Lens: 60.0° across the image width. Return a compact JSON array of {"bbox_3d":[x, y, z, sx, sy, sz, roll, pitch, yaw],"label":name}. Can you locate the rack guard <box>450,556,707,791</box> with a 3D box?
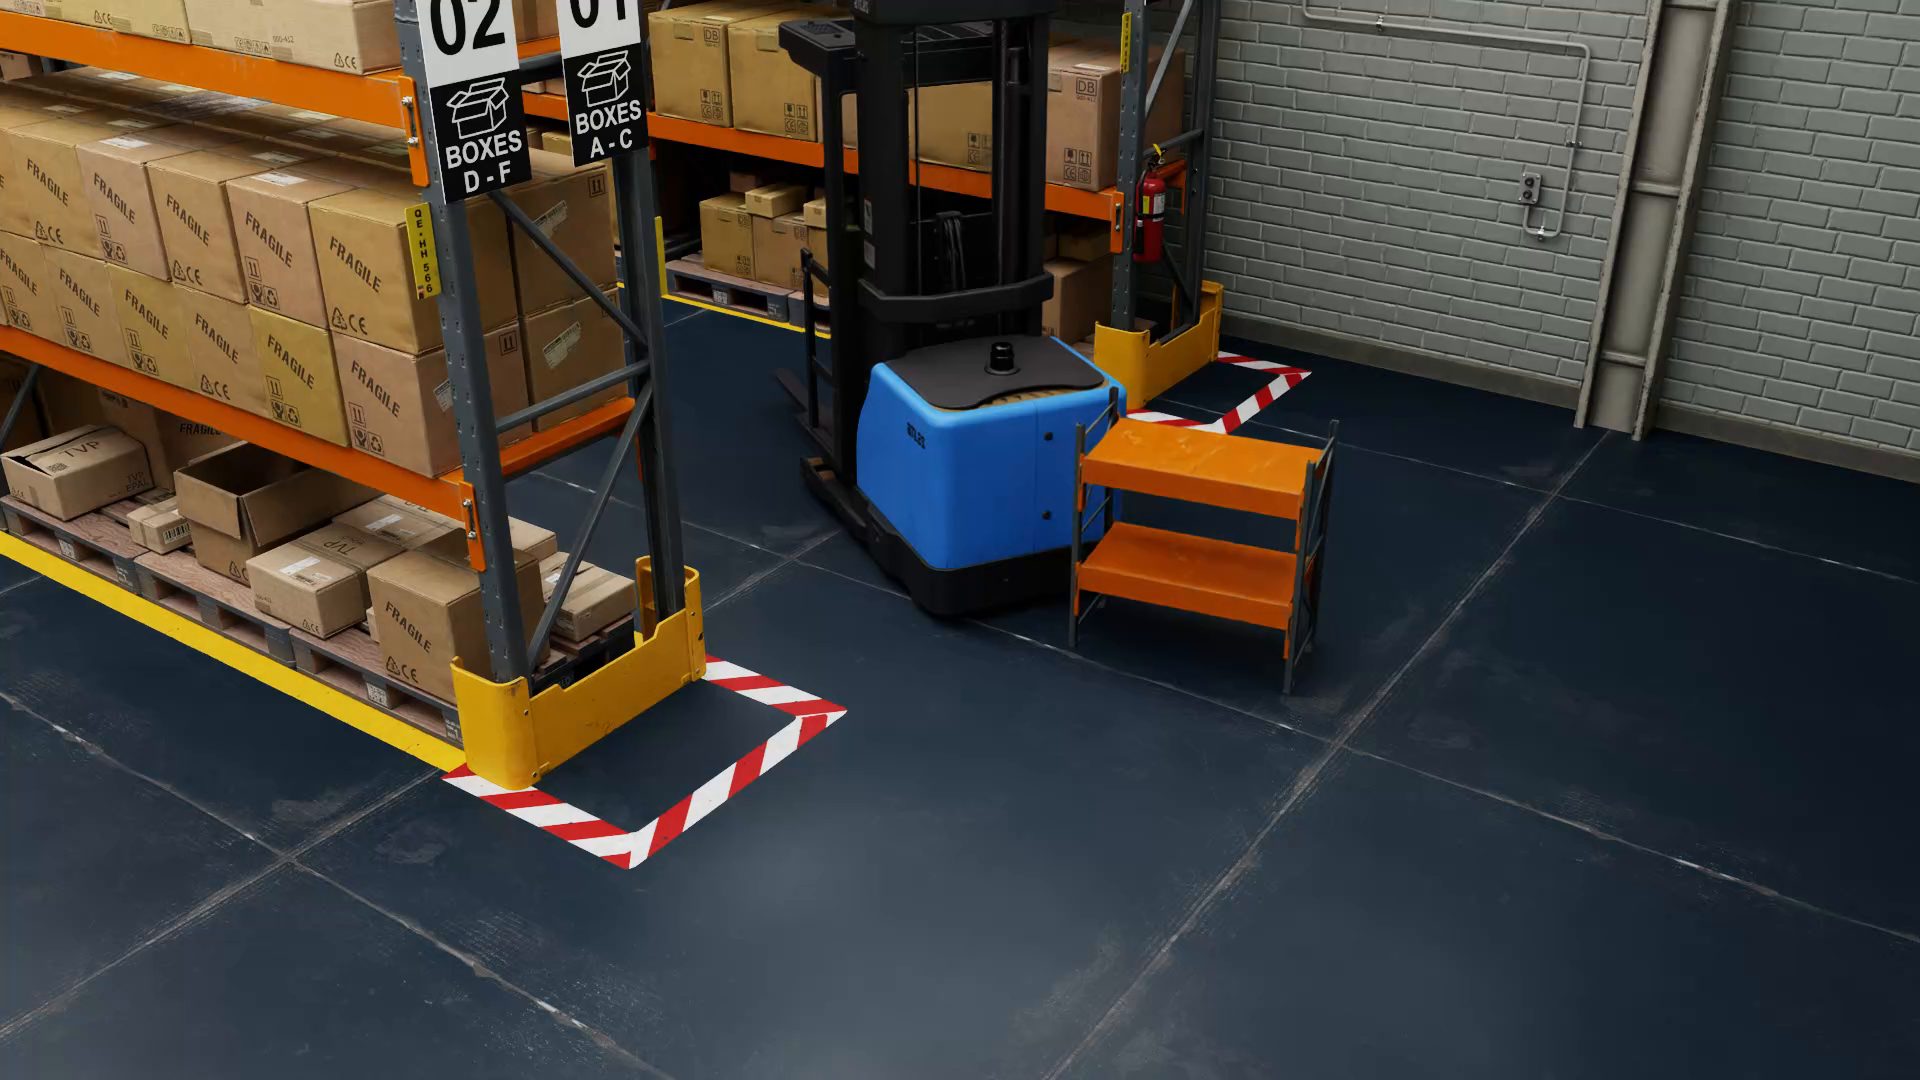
[{"bbox_3d":[-1.601,0.544,7.129,0.348,0.500,1.175,17,32,30],"label":"rack guard"}]

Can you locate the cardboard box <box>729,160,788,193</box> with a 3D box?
[{"bbox_3d":[-1.483,-2.674,12.274,0.250,0.149,0.380,17,32,30],"label":"cardboard box"}]

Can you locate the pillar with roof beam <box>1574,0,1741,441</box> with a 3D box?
[{"bbox_3d":[1.541,-3.097,4.915,0.400,9.000,9.100,17,32,30],"label":"pillar with roof beam"}]

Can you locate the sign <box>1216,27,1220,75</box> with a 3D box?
[{"bbox_3d":[1.582,-3.030,10.355,0.005,0.325,0.100,17,32,30],"label":"sign"}]

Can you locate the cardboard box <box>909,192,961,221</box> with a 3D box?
[{"bbox_3d":[-0.200,-2.275,11.492,0.250,0.149,0.380,18,32,31],"label":"cardboard box"}]

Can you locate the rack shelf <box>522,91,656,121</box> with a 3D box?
[{"bbox_3d":[-3.682,-3.623,13.356,4.000,0.370,1.077,17,32,30],"label":"rack shelf"}]

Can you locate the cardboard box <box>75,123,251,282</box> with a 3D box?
[{"bbox_3d":[-3.331,-1.445,7.069,0.500,0.500,0.500,18,32,32],"label":"cardboard box"}]

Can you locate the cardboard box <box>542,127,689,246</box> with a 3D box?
[{"bbox_3d":[-2.643,-2.778,12.808,0.750,0.750,0.750,18,32,31],"label":"cardboard box"}]

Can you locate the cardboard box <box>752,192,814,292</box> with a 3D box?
[{"bbox_3d":[-1.063,-2.143,11.947,0.500,0.500,0.700,17,32,30],"label":"cardboard box"}]

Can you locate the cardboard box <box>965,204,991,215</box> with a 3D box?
[{"bbox_3d":[0.222,-2.145,11.235,0.250,0.149,0.380,18,32,31],"label":"cardboard box"}]

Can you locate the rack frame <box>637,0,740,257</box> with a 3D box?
[{"bbox_3d":[-2.034,-3.430,12.183,0.127,3.000,1.000,17,32,30],"label":"rack frame"}]

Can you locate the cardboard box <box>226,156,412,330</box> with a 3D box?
[{"bbox_3d":[-2.478,-1.181,6.552,0.500,0.500,0.500,18,32,32],"label":"cardboard box"}]

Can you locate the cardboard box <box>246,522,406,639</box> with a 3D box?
[{"bbox_3d":[-2.892,0.176,7.643,0.500,0.250,0.500,17,32,30],"label":"cardboard box"}]

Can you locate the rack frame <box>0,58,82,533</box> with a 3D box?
[{"bbox_3d":[-4.835,-1.577,8.542,0.127,3.000,1.000,17,32,30],"label":"rack frame"}]

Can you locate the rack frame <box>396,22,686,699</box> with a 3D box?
[{"bbox_3d":[-1.538,-0.550,6.524,0.127,3.000,1.000,17,32,30],"label":"rack frame"}]

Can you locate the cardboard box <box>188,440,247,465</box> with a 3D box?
[{"bbox_3d":[-3.862,-0.389,8.865,0.250,0.149,0.380,17,32,30],"label":"cardboard box"}]

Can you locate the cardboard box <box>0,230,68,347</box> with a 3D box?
[{"bbox_3d":[-4.146,-1.259,7.806,0.500,0.500,0.500,18,32,31],"label":"cardboard box"}]

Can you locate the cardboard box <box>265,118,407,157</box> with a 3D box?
[{"bbox_3d":[-2.600,-1.515,7.207,0.500,0.500,0.500,18,32,31],"label":"cardboard box"}]

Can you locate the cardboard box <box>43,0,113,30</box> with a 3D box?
[{"bbox_3d":[-3.339,-2.244,6.711,0.500,0.250,0.500,17,32,30],"label":"cardboard box"}]

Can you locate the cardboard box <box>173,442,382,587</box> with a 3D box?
[{"bbox_3d":[-3.284,-0.180,8.065,0.637,0.503,0.797,17,32,30],"label":"cardboard box"}]

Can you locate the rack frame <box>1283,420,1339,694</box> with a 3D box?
[{"bbox_3d":[1.552,0.079,7.354,0.032,1.125,0.500,11,29,21],"label":"rack frame"}]

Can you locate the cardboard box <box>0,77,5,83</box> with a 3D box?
[{"bbox_3d":[-9.935,-4.828,17.589,0.250,0.149,0.380,15,30,26],"label":"cardboard box"}]

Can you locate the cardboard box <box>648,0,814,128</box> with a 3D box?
[{"bbox_3d":[-1.596,-3.419,11.830,0.700,0.700,0.980,18,32,31],"label":"cardboard box"}]

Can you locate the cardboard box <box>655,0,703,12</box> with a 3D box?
[{"bbox_3d":[-2.270,-3.829,12.506,0.500,0.500,0.500,16,31,29],"label":"cardboard box"}]

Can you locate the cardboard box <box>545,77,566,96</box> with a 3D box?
[{"bbox_3d":[-2.882,-3.448,12.472,0.250,0.149,0.380,18,32,32],"label":"cardboard box"}]

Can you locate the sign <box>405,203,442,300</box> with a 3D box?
[{"bbox_3d":[-1.869,-1.005,5.792,0.005,0.325,0.100,17,32,30],"label":"sign"}]

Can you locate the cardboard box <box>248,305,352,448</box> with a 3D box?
[{"bbox_3d":[-2.491,-0.740,6.787,0.500,0.500,0.500,18,32,31],"label":"cardboard box"}]

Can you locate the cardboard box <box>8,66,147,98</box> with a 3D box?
[{"bbox_3d":[-4.272,-2.035,8.228,0.500,0.500,0.500,17,32,31],"label":"cardboard box"}]

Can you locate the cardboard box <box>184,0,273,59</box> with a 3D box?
[{"bbox_3d":[-2.517,-1.986,6.204,0.500,0.250,0.500,17,32,30],"label":"cardboard box"}]

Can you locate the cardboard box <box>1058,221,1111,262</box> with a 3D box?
[{"bbox_3d":[0.846,-1.950,10.853,0.250,0.149,0.380,18,32,31],"label":"cardboard box"}]

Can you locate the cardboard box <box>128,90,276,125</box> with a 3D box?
[{"bbox_3d":[-3.433,-1.775,7.717,0.500,0.500,0.500,18,32,31],"label":"cardboard box"}]

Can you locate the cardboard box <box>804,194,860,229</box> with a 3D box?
[{"bbox_3d":[-0.866,-2.272,11.485,0.250,0.149,0.380,16,31,29],"label":"cardboard box"}]

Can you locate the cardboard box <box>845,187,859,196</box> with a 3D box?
[{"bbox_3d":[-0.622,-2.407,11.749,0.250,0.149,0.380,18,32,31],"label":"cardboard box"}]

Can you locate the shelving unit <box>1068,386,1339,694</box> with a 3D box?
[{"bbox_3d":[1.085,-0.012,7.533,1.048,1.125,0.538,11,29,21],"label":"shelving unit"}]

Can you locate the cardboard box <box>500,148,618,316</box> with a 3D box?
[{"bbox_3d":[-1.755,-1.253,6.692,0.500,0.500,0.500,18,32,32],"label":"cardboard box"}]

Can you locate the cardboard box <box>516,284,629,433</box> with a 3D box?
[{"bbox_3d":[-1.755,-0.807,6.919,0.500,0.500,0.500,18,32,31],"label":"cardboard box"}]

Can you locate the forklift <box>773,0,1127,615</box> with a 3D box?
[{"bbox_3d":[-0.246,-1.595,8.652,1.130,2.935,3.031,-11,29,-21],"label":"forklift"}]

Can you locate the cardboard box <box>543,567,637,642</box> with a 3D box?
[{"bbox_3d":[-1.689,0.288,7.535,0.250,0.149,0.380,17,32,30],"label":"cardboard box"}]

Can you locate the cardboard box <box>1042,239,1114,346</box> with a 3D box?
[{"bbox_3d":[0.630,-1.619,10.917,0.500,0.500,0.700,17,32,30],"label":"cardboard box"}]

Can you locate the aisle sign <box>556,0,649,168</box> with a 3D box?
[{"bbox_3d":[-1.316,-1.801,6.116,0.004,0.787,0.394,17,32,30],"label":"aisle sign"}]

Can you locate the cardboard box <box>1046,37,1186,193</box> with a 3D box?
[{"bbox_3d":[0.837,-2.664,10.347,0.700,0.700,0.980,19,33,33],"label":"cardboard box"}]

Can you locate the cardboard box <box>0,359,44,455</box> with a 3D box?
[{"bbox_3d":[-5.404,-0.679,9.048,0.500,0.500,0.500,17,32,30],"label":"cardboard box"}]

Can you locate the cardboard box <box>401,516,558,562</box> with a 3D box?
[{"bbox_3d":[-2.238,0.105,7.783,0.500,0.250,0.500,17,32,30],"label":"cardboard box"}]

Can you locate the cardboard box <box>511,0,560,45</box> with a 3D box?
[{"bbox_3d":[-1.818,-2.047,6.324,0.500,0.250,0.500,17,32,30],"label":"cardboard box"}]

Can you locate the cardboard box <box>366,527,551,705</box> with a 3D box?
[{"bbox_3d":[-2.126,0.320,7.085,0.500,0.500,0.500,17,32,30],"label":"cardboard box"}]

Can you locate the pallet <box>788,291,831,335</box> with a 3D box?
[{"bbox_3d":[-0.442,-1.650,11.760,1.213,0.211,1.003,17,32,30],"label":"pallet"}]

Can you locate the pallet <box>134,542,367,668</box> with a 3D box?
[{"bbox_3d":[-3.260,0.155,8.213,1.213,0.211,1.003,17,32,30],"label":"pallet"}]

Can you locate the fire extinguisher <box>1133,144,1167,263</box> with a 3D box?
[{"bbox_3d":[1.126,-1.991,9.852,0.183,0.674,0.296,17,32,30],"label":"fire extinguisher"}]

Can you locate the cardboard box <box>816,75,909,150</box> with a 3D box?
[{"bbox_3d":[-0.392,-3.046,11.097,0.700,0.700,0.980,16,31,28],"label":"cardboard box"}]

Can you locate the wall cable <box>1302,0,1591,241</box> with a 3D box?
[{"bbox_3d":[2.854,-2.881,9.983,1.851,1.984,0.084,17,32,30],"label":"wall cable"}]

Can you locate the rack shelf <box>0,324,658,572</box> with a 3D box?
[{"bbox_3d":[-3.187,-0.743,7.696,4.000,0.370,1.077,17,32,30],"label":"rack shelf"}]

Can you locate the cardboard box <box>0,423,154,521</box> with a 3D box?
[{"bbox_3d":[-4.612,-0.387,8.682,0.500,0.311,0.500,17,32,30],"label":"cardboard box"}]

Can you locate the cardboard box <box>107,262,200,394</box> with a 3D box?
[{"bbox_3d":[-3.315,-1.000,7.297,0.500,0.500,0.500,17,31,30],"label":"cardboard box"}]

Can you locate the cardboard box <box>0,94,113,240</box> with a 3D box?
[{"bbox_3d":[-4.181,-1.709,7.589,0.500,0.500,0.500,16,31,29],"label":"cardboard box"}]

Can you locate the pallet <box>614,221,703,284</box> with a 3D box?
[{"bbox_3d":[-2.713,-2.358,13.150,1.213,0.211,1.003,17,32,30],"label":"pallet"}]

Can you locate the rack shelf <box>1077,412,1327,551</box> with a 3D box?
[{"bbox_3d":[1.085,-0.273,7.400,1.000,0.278,0.538,11,29,21],"label":"rack shelf"}]
